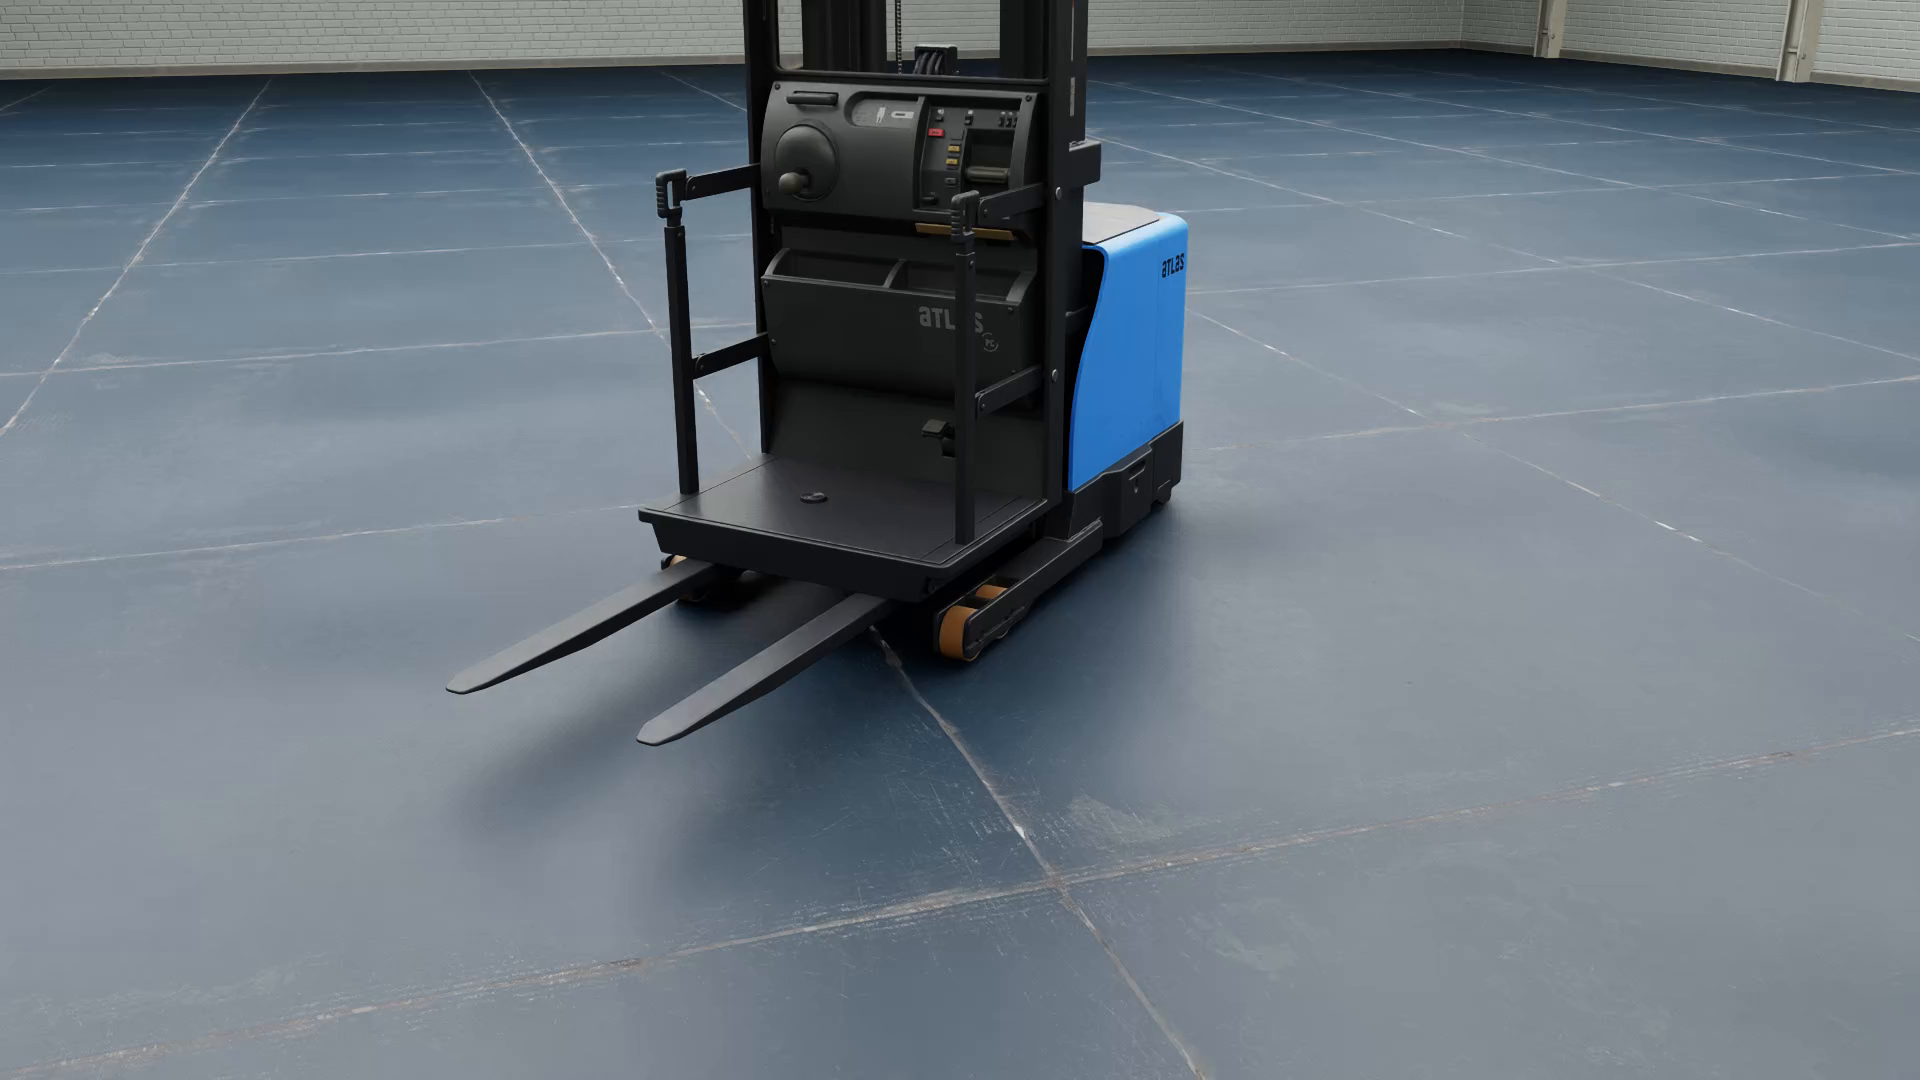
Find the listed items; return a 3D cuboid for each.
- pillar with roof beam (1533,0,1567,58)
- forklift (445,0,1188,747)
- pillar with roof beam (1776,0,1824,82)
[{"bbox_3d":[6.806,-12.741,28.076,9.100,9.000,0.400,-6,21,-17],"label":"pillar with roof beam"},{"bbox_3d":[-0.297,-1.192,4.898,1.130,2.935,3.031,10,22,26],"label":"forklift"},{"bbox_3d":[8.692,-10.815,22.715,9.100,9.000,0.400,-6,21,-17],"label":"pillar with roof beam"}]
